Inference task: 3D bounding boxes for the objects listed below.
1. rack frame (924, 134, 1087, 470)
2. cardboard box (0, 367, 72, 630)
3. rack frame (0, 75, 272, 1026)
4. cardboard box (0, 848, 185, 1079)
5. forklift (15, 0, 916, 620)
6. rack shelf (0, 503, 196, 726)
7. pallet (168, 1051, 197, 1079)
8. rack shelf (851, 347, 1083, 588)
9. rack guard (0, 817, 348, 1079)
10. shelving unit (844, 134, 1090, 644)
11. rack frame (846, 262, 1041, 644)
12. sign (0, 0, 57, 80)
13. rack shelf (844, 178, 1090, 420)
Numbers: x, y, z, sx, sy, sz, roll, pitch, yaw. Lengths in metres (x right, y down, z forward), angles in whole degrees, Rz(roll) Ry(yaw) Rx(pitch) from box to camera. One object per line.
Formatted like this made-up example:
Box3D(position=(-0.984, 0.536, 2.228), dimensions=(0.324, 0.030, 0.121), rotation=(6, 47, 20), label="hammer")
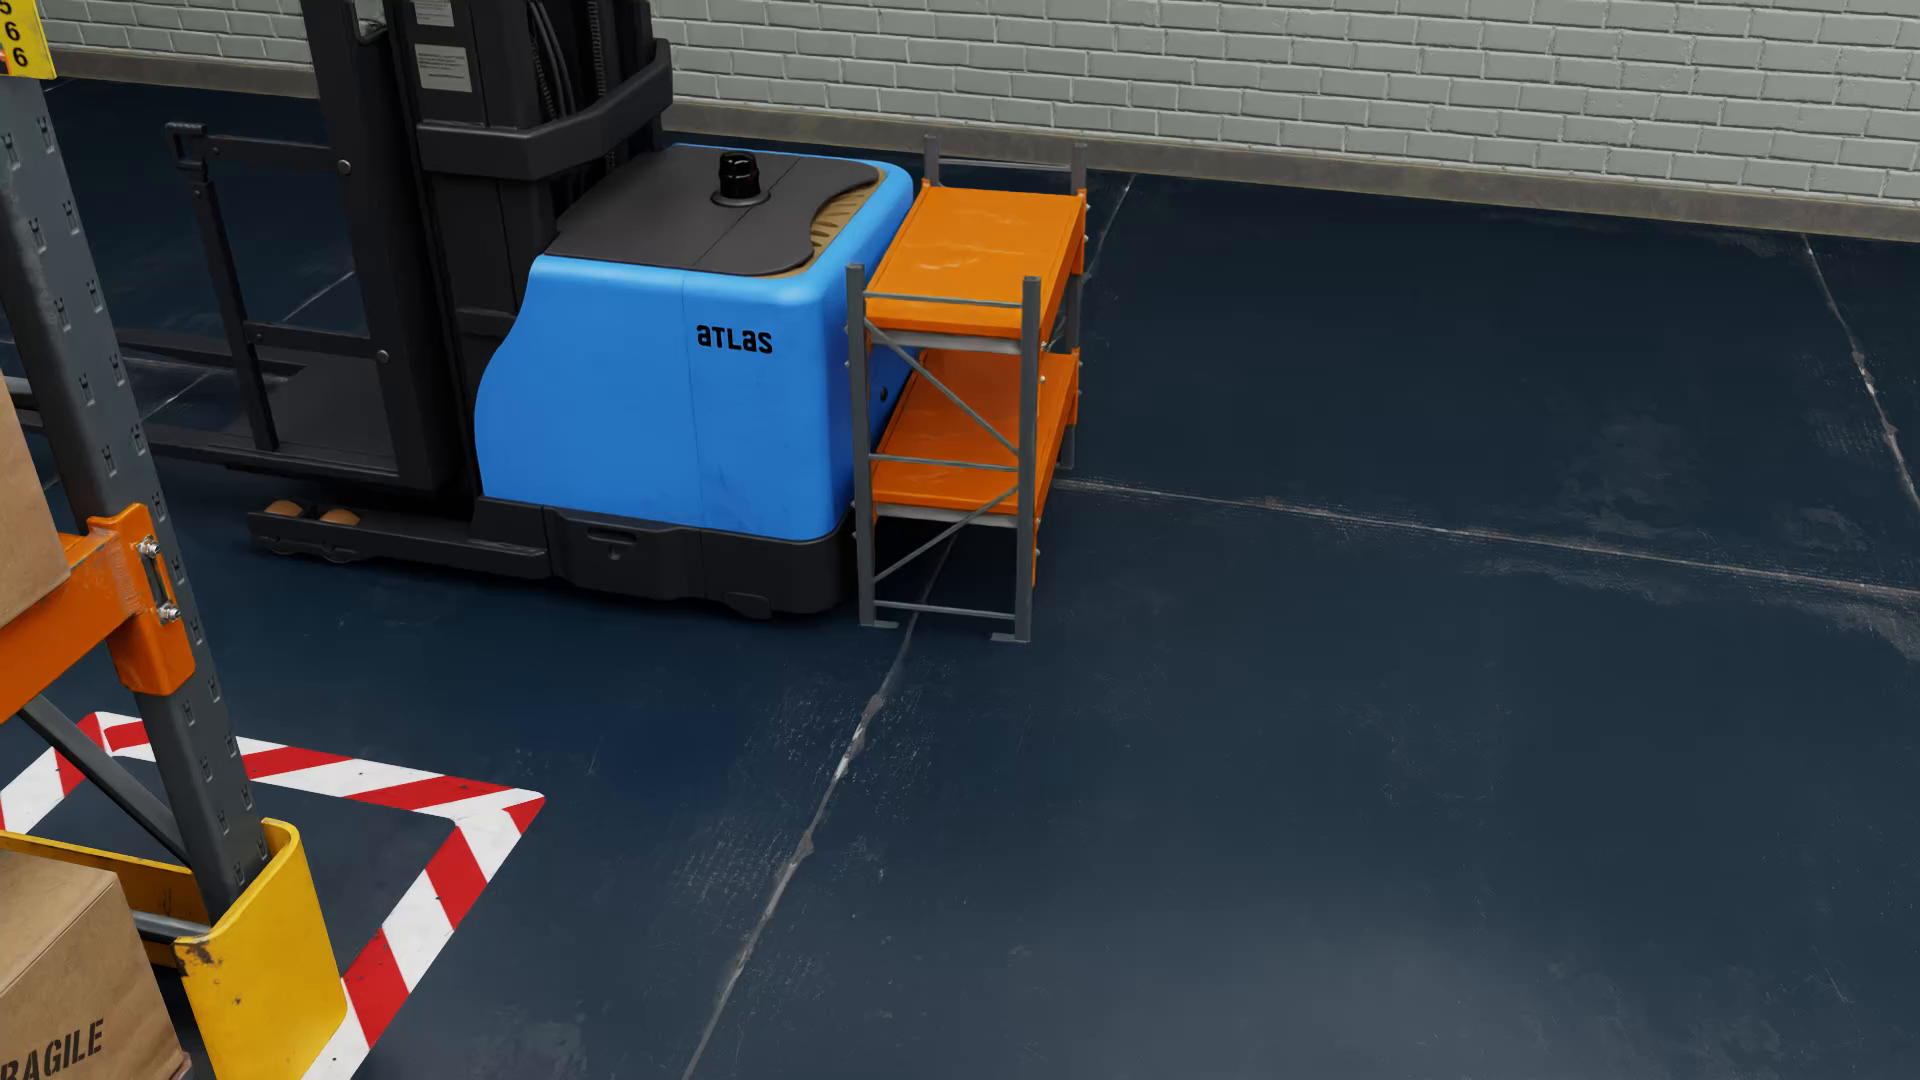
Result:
Box3D(position=(0.138, -0.744, 5.372), dimensions=(0.500, 1.125, 0.032), rotation=(6, 33, 9), label="rack frame")
Box3D(position=(-1.763, -0.060, 2.455), dimensions=(0.500, 0.500, 0.500), rotation=(9, 34, 14), label="cardboard box")
Box3D(position=(-1.912, -0.287, 2.906), dimensions=(1.000, 3.000, 0.127), rotation=(8, 33, 12), label="rack frame")
Box3D(position=(-1.812, 0.898, 2.962), dimensions=(0.500, 0.500, 0.500), rotation=(8, 33, 12), label="cardboard box")
Box3D(position=(-1.703, -1.429, 4.766), dimensions=(3.031, 2.935, 1.130), rotation=(8, 33, 12), label="forklift")
Box3D(position=(-2.420, 1.054, 1.466), dimensions=(1.077, 0.370, 4.000), rotation=(8, 33, 12), label="rack shelf")
Box3D(position=(-2.133, 1.343, 2.941), dimensions=(1.003, 0.211, 1.213), rotation=(8, 33, 12), label="pallet")
Box3D(position=(0.047, -0.269, 5.081), dimensions=(0.538, 0.278, 1.000), rotation=(6, 33, 9), label="rack shelf")
Box3D(position=(-1.932, 0.807, 3.514), dimensions=(1.175, 0.500, 0.348), rotation=(8, 33, 12), label="rack guard")
Box3D(position=(0.047, -0.475, 4.949), dimensions=(0.538, 1.125, 1.048), rotation=(6, 33, 9), label="shelving unit")
Box3D(position=(-0.044, -0.207, 4.527), dimensions=(0.500, 1.125, 0.032), rotation=(6, 33, 9), label="rack frame")
Box3D(position=(-1.381, -0.823, 2.375), dimensions=(0.100, 0.325, 0.005), rotation=(8, 33, 12), label="sign")
Box3D(position=(0.047, -0.722, 4.792), dimensions=(0.538, 0.278, 1.000), rotation=(6, 33, 9), label="rack shelf")
